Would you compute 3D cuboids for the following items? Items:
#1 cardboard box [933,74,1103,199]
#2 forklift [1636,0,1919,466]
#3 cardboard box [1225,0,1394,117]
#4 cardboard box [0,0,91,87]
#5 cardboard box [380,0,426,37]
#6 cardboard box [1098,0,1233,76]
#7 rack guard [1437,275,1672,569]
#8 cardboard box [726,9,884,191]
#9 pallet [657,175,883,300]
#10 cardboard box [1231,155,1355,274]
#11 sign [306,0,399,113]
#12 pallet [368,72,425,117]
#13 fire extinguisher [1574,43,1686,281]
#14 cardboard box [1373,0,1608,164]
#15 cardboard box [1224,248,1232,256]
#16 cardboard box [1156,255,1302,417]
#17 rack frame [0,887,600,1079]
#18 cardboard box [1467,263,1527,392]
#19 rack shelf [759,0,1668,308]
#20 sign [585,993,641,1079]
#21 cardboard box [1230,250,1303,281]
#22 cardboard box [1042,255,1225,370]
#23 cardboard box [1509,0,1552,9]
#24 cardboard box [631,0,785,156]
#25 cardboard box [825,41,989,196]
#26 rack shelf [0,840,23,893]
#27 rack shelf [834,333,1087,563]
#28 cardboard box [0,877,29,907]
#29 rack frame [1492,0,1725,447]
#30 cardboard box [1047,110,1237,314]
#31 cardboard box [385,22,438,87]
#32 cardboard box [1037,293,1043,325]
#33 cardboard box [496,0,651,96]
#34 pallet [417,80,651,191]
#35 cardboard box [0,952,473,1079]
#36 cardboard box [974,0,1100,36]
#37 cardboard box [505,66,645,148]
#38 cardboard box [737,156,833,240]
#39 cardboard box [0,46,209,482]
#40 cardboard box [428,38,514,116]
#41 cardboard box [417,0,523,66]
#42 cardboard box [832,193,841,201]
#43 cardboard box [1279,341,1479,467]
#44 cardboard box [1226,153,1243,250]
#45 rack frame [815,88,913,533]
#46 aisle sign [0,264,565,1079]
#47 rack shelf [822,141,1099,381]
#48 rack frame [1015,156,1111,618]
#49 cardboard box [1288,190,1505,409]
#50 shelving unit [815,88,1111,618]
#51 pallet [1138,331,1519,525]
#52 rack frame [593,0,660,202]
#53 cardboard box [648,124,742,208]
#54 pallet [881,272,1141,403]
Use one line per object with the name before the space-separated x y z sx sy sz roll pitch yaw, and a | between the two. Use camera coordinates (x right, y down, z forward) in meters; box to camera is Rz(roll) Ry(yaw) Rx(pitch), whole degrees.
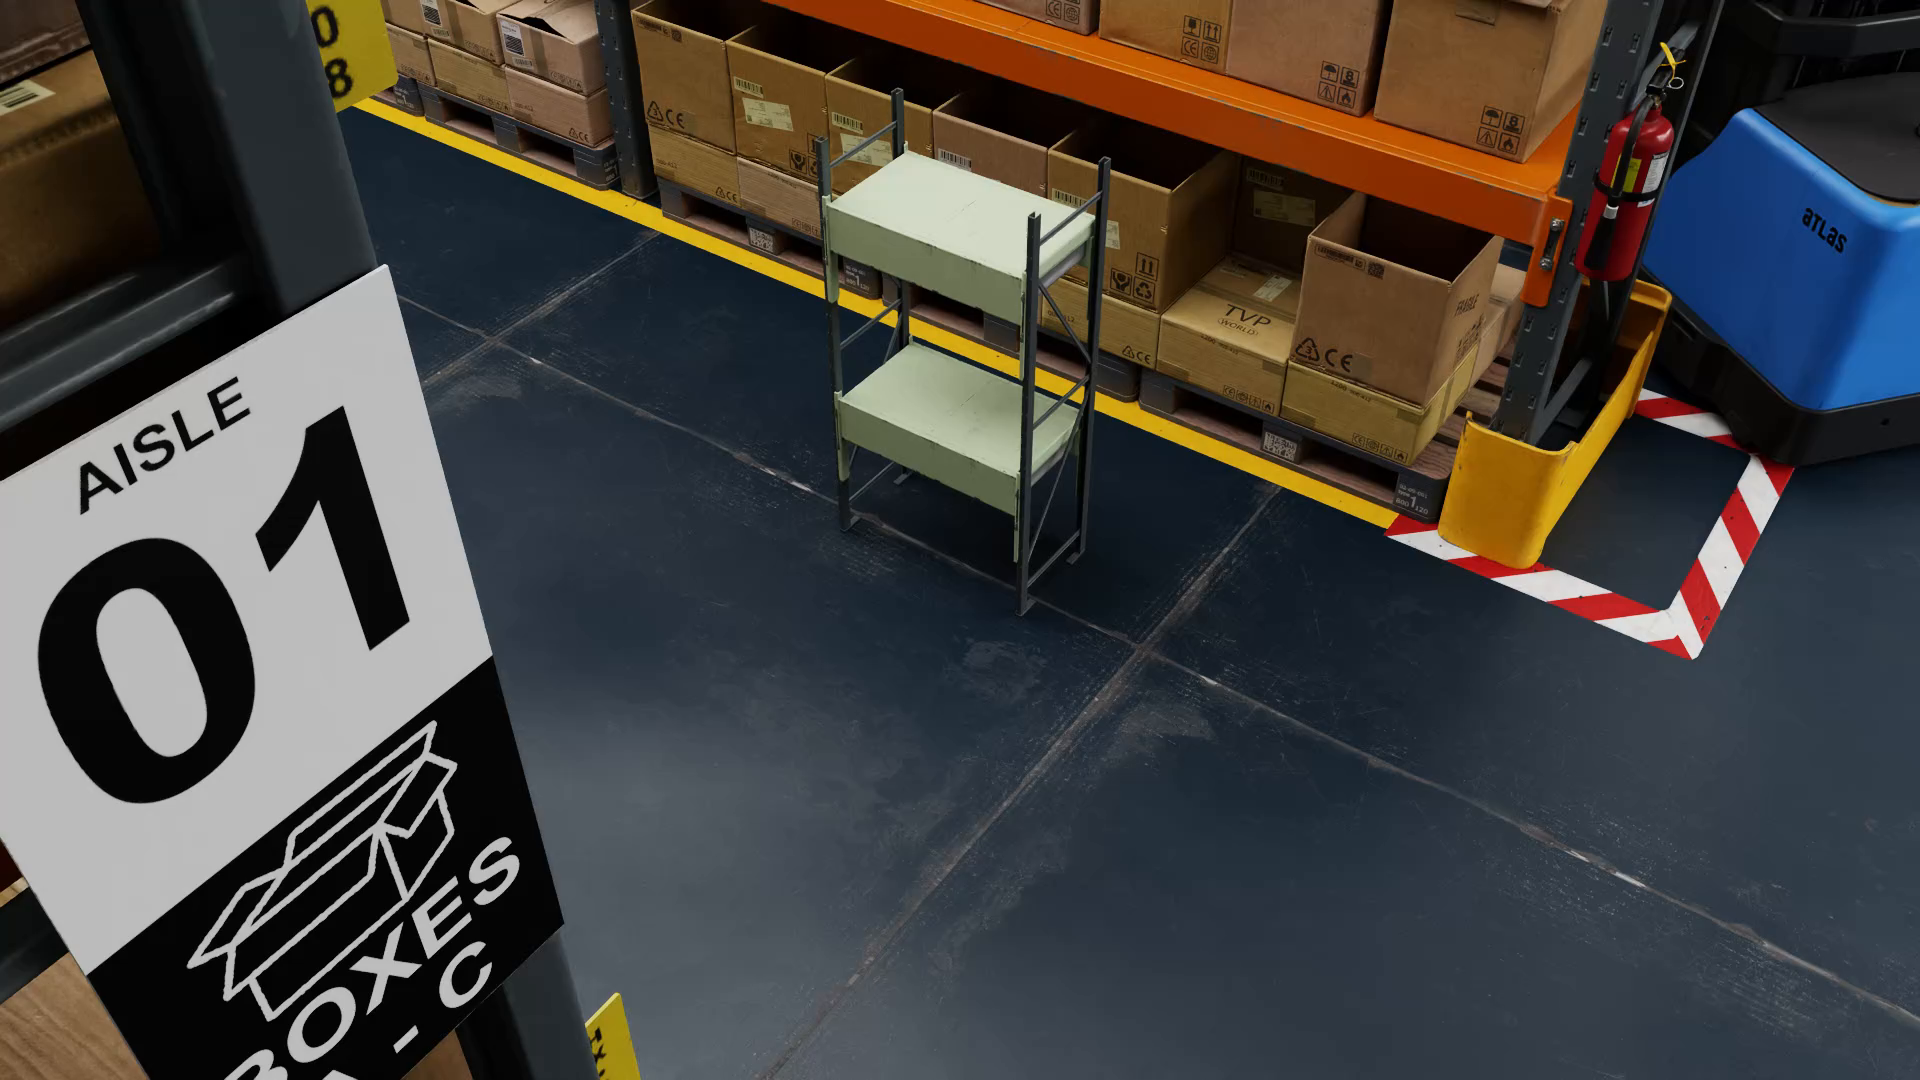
cardboard box | 0.245 -1.416 6.268 0.500 0.500 0.500 25 48 25
forklift | 3.020 -2.352 6.180 1.130 2.935 3.031 -10 43 -11
cardboard box | 1.283 -1.816 5.455 0.500 0.500 0.700 26 48 26
cardboard box | -0.927 -0.504 0.975 0.500 0.500 0.500 22 46 22
cardboard box | -2.517 -2.654 7.793 0.500 0.311 0.500 25 47 25
cardboard box | 0.880 -2.009 5.671 0.500 0.500 0.700 25 48 26
rack guard | 2.110 -0.454 5.883 0.348 0.500 1.175 25 48 25
cardboard box | -0.571 -1.802 6.699 0.500 0.500 0.500 25 48 25
pallet | -0.557 -1.560 7.335 1.213 0.211 1.003 25 48 25
cardboard box | 1.369 -1.323 6.164 0.500 0.500 0.500 25 48 25
sign | -0.439 -0.429 1.075 0.005 0.325 0.100 25 48 25
pallet | -2.813 -2.615 8.514 1.213 0.211 1.003 25 48 25
fire extinguisher | 1.921 -1.067 4.751 0.183 0.674 0.296 25 48 25
cardboard box | 1.716 -1.618 5.233 0.500 0.500 0.700 25 48 25
cardboard box | 0.959 -1.234 6.627 0.500 0.250 0.500 25 48 25
cardboard box | 1.066 -0.755 6.092 0.500 0.250 0.500 25 48 25
rack frame | -0.751 1.311 2.035 0.127 3.000 1.000 25 48 25
cardboard box | 1.779 -0.853 6.201 0.500 0.250 0.500 25 48 25
rack shelf | 0.453 -1.892 6.155 4.000 0.370 1.077 25 48 25
sign | -0.439 0.692 2.078 0.005 0.325 0.100 25 48 25
cardboard box | 1.368 -1.043 6.413 0.500 0.250 0.500 25 48 25
cardboard box | 0.655 -0.946 6.305 0.500 0.250 0.500 25 48 25
cardboard box | 1.668 -1.716 4.857 0.250 0.149 0.380 24 47 25
cardboard box | -0.984 -1.989 6.908 0.500 0.500 0.500 25 48 25
cardboard box | -0.166 -1.606 6.480 0.500 0.500 0.500 25 48 25
rack shelf | -2.388 -0.304 2.131 4.000 0.370 1.077 25 48 25
rack shelf | 0.005 -0.313 5.464 0.720 0.370 0.431 25 48 25
cardboard box | -1.368 0.539 2.434 0.500 0.500 0.500 25 48 25
rack frame | 2.091 -1.395 5.059 0.127 3.000 1.000 25 48 25
cardboard box | 0.654 -1.224 6.053 0.500 0.500 0.500 25 48 25
cardboard box | -2.522 -2.449 7.984 0.500 0.250 0.500 26 48 26
cardboard box | 0.247 -1.138 6.520 0.500 0.250 0.500 25 48 25
cardboard box | -1.680 -2.266 7.359 0.500 0.311 0.500 25 48 25
pallet | -1.810 -2.148 7.992 1.213 0.211 1.003 25 48 25
cardboard box | -0.969 0.733 2.216 0.500 0.500 0.500 25 48 25
cardboard box | 0.447 -2.209 5.894 0.500 0.500 0.700 27 48 27
cardboard box | -1.690 -2.059 7.548 0.500 0.250 0.500 25 47 25
cardboard box | -0.572 -1.521 6.947 0.500 0.250 0.500 25 48 25
cardboard box | -0.881 -0.116 1.291 0.500 0.500 0.500 26 48 26
cardboard box | -2.103 -2.253 7.766 0.500 0.250 0.500 24 47 25
cardboard box | -2.110 -2.461 7.578 0.500 0.311 0.500 26 48 26
cardboard box | -0.166 -1.327 6.730 0.500 0.250 0.500 25 48 25
cardboard box | 1.482 -0.571 5.885 0.500 0.250 0.500 25 48 25
cardboard box | 0.952 -1.508 6.370 0.500 0.500 0.500 25 48 25
rack frame | -0.294 -0.697 5.404 0.023 1.500 0.400 25 48 25
aisle sign | -0.519 0.206 1.321 0.004 0.787 0.394 25 48 25
rack shelf | 0.005 -0.847 4.987 0.720 0.370 0.431 25 48 25
rack frame | 0.305 -0.416 5.090 0.023 1.500 0.400 25 48 25
cardboard box | 1.481 -0.849 5.634 0.500 0.500 0.500 25 48 25
shelving unit | 0.005 -0.556 5.247 0.755 1.500 0.431 25 48 25
pallet | 1.440 -0.626 6.291 1.213 0.211 1.003 25 48 25
rack frame | -1.184 -2.926 6.771 0.127 3.000 1.000 25 48 25
cardboard box | -0.979 -1.715 7.164 0.500 0.250 0.500 25 48 25
pallet | 0.446 -1.093 6.813 1.213 0.211 1.003 25 48 25
